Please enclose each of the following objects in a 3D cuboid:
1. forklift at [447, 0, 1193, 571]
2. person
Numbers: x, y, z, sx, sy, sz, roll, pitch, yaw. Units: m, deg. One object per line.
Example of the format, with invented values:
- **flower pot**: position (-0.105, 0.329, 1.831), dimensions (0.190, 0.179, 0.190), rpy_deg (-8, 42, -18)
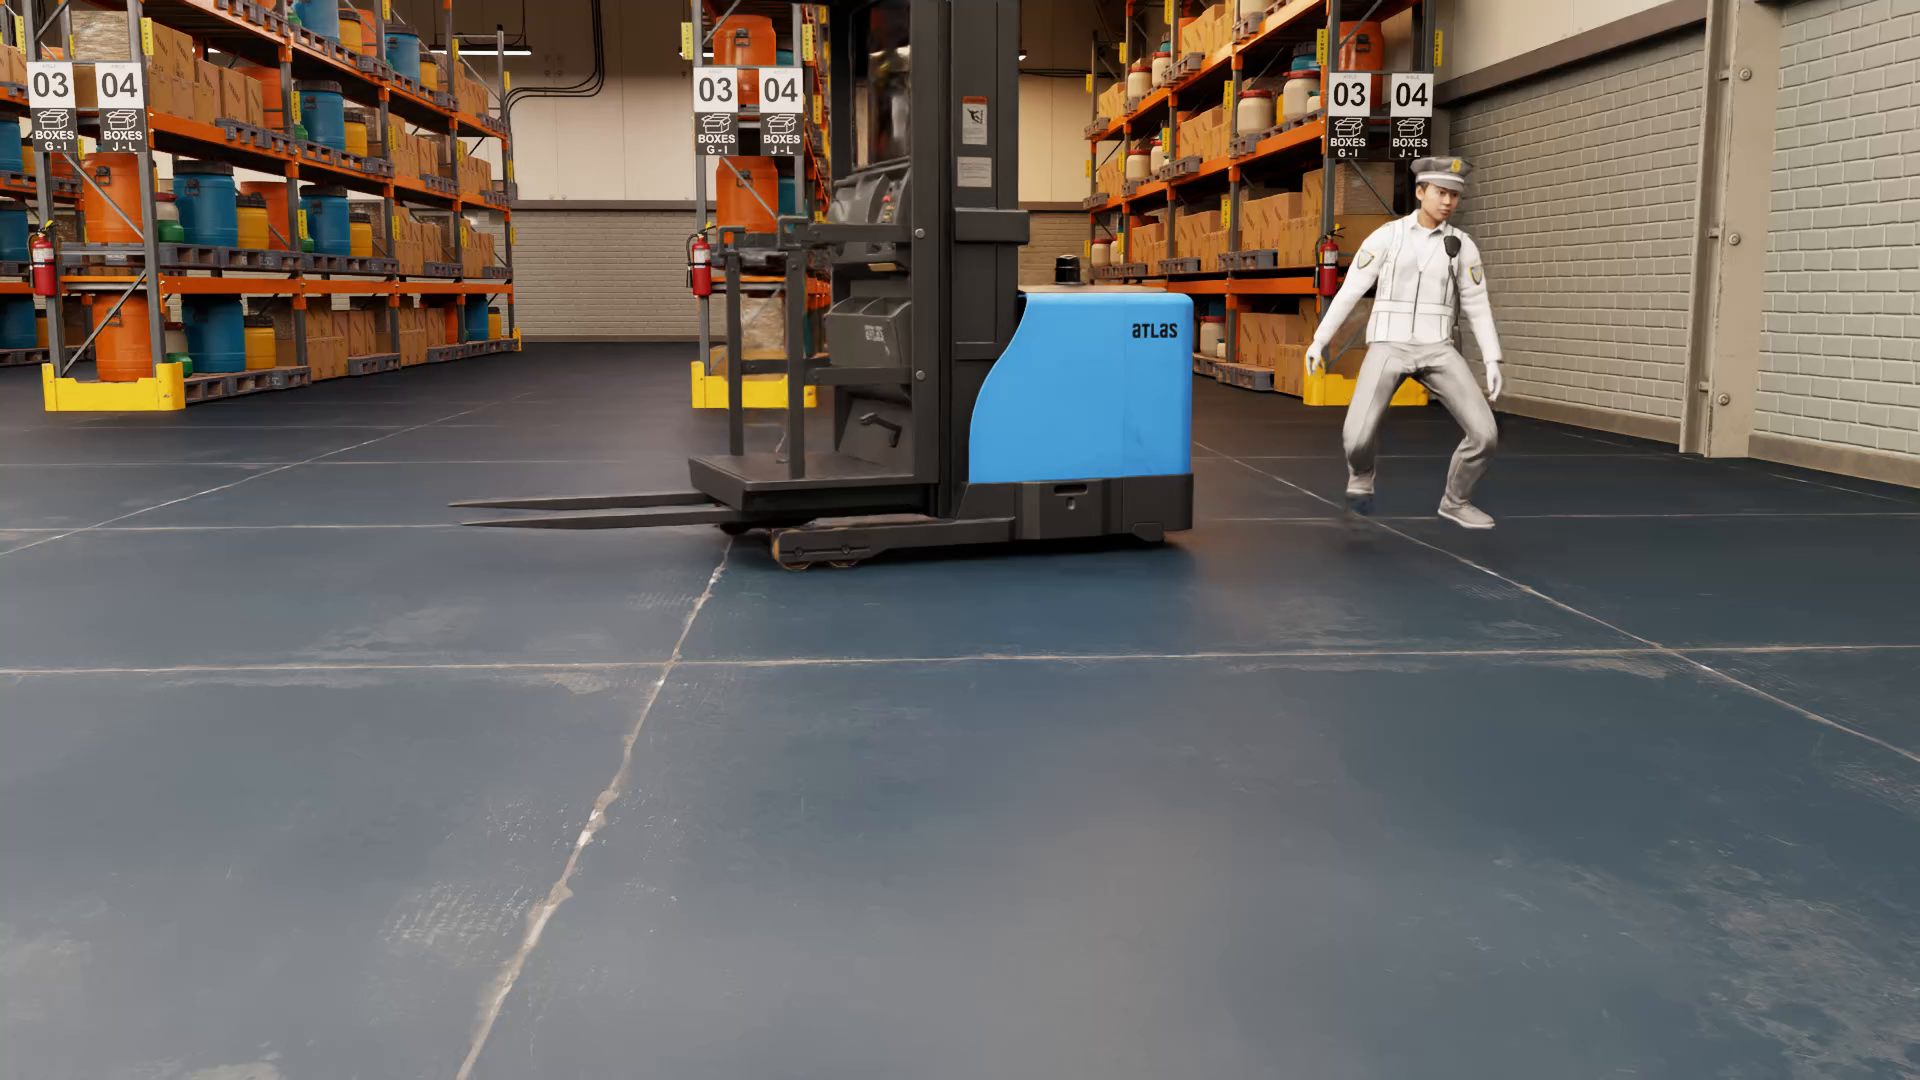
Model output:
- **forklift**: position (-0.568, -1.415, 6.862), dimensions (3.031, 2.935, 1.130), rpy_deg (-3, 9, -21)
- **person**: position (1.854, -0.814, 6.951), dimensions (0.796, 1.521, 0.513), rpy_deg (2, 9, 12)
